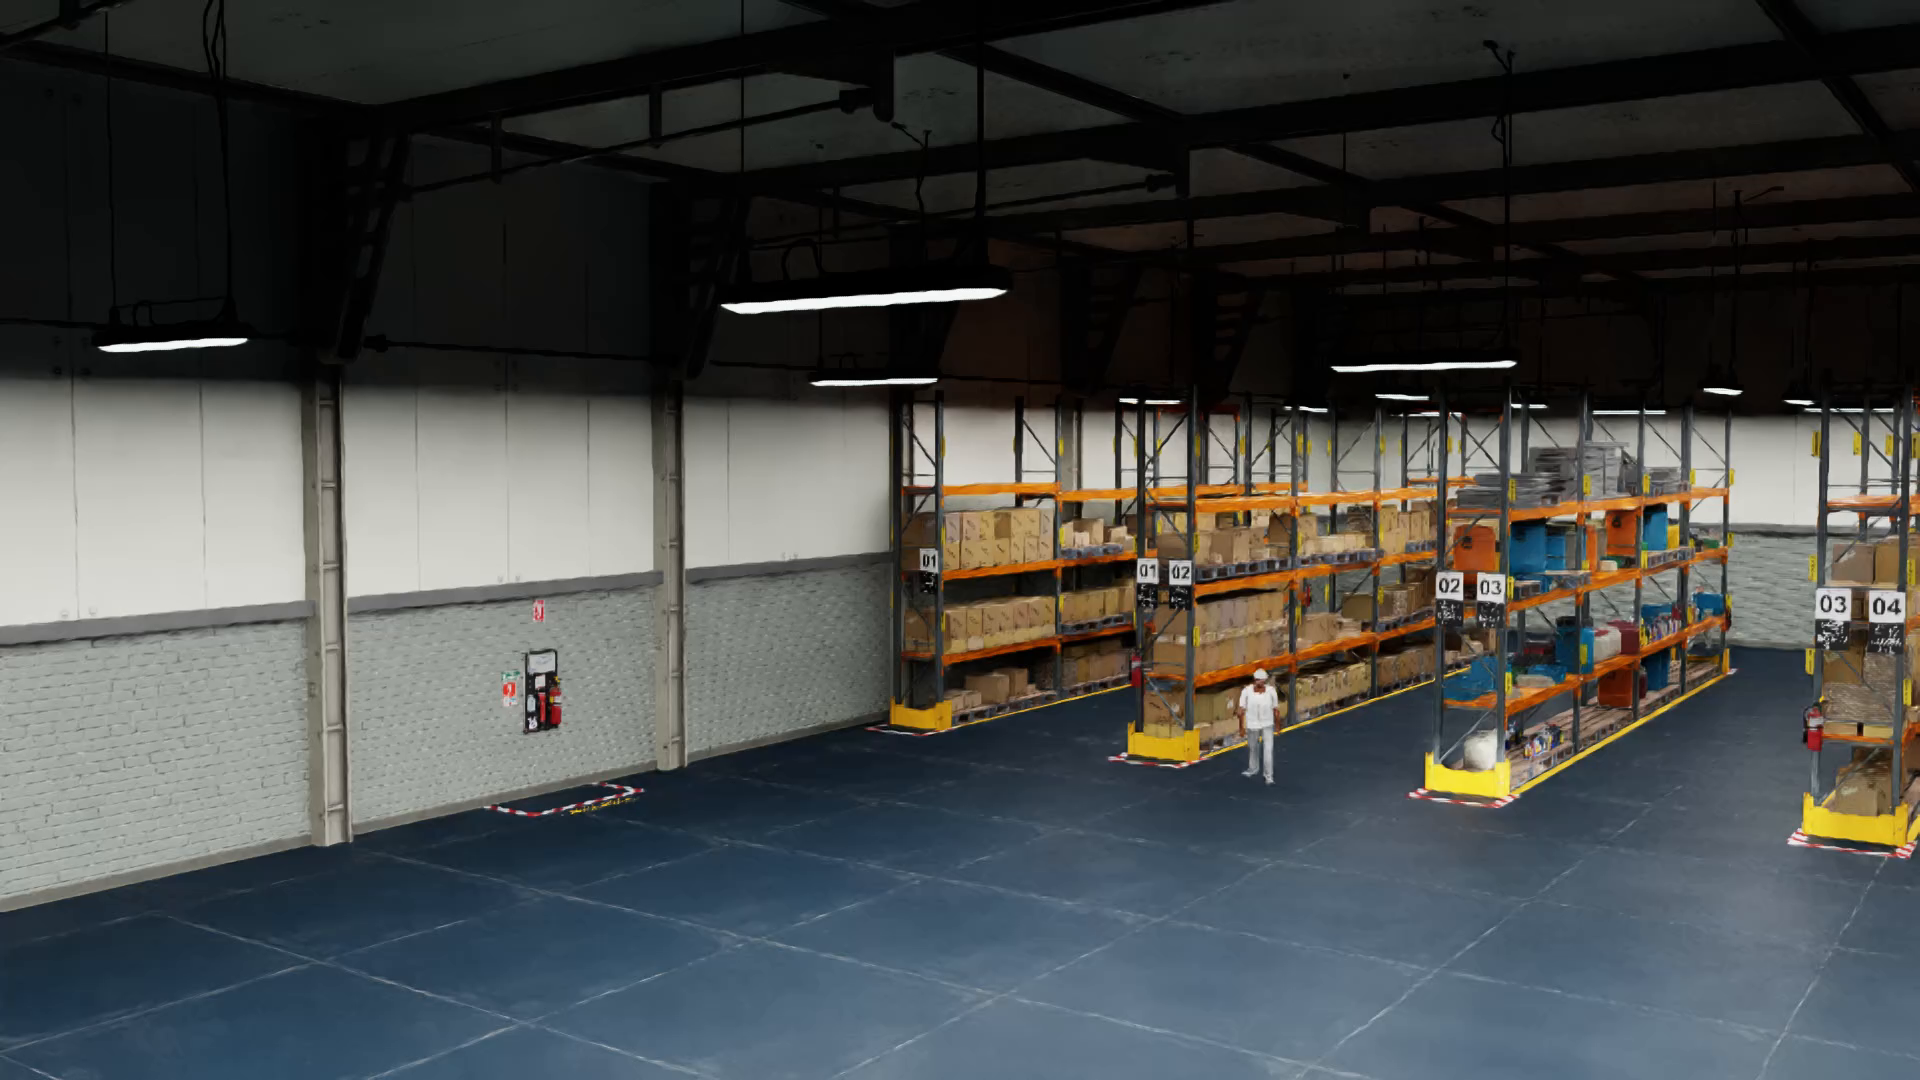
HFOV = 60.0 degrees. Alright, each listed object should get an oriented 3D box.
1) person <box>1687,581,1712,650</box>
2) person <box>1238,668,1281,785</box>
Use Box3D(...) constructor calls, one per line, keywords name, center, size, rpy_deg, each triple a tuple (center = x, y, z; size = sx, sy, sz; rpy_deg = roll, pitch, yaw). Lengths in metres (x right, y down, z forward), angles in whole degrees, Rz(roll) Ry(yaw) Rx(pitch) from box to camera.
Box3D(name="person", center=(18.139, 1.840, 40.755), size=(0.533, 1.707, 1.031), rpy_deg=(3, 4, 44))
Box3D(name="person", center=(4.461, 2.757, 24.773), size=(0.621, 1.725, 0.959), rpy_deg=(1, 3, 13))
